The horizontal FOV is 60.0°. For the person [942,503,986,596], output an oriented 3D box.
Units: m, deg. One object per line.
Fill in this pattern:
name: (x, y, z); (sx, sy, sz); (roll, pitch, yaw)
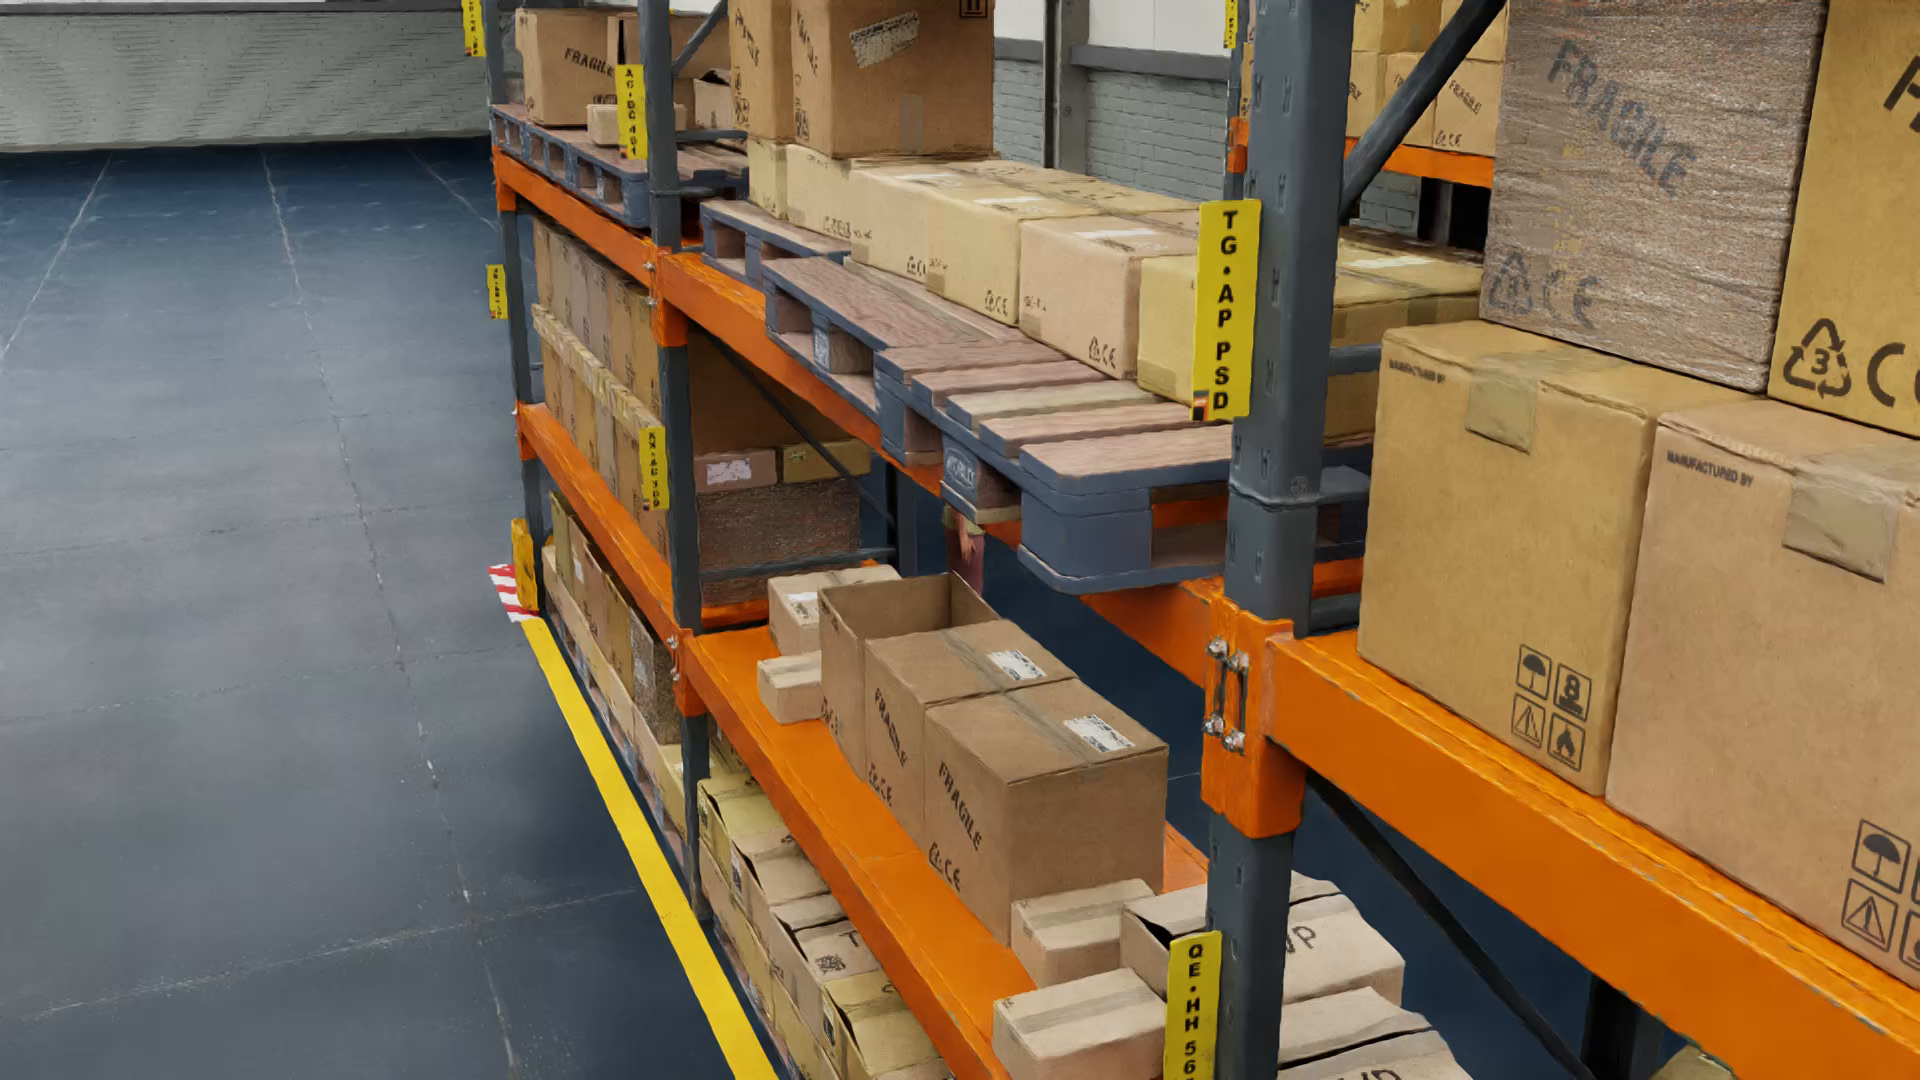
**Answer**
person: (0.027, -0.062, 9.199); (0.329, 1.672, 0.492); (0, 19, 0)
